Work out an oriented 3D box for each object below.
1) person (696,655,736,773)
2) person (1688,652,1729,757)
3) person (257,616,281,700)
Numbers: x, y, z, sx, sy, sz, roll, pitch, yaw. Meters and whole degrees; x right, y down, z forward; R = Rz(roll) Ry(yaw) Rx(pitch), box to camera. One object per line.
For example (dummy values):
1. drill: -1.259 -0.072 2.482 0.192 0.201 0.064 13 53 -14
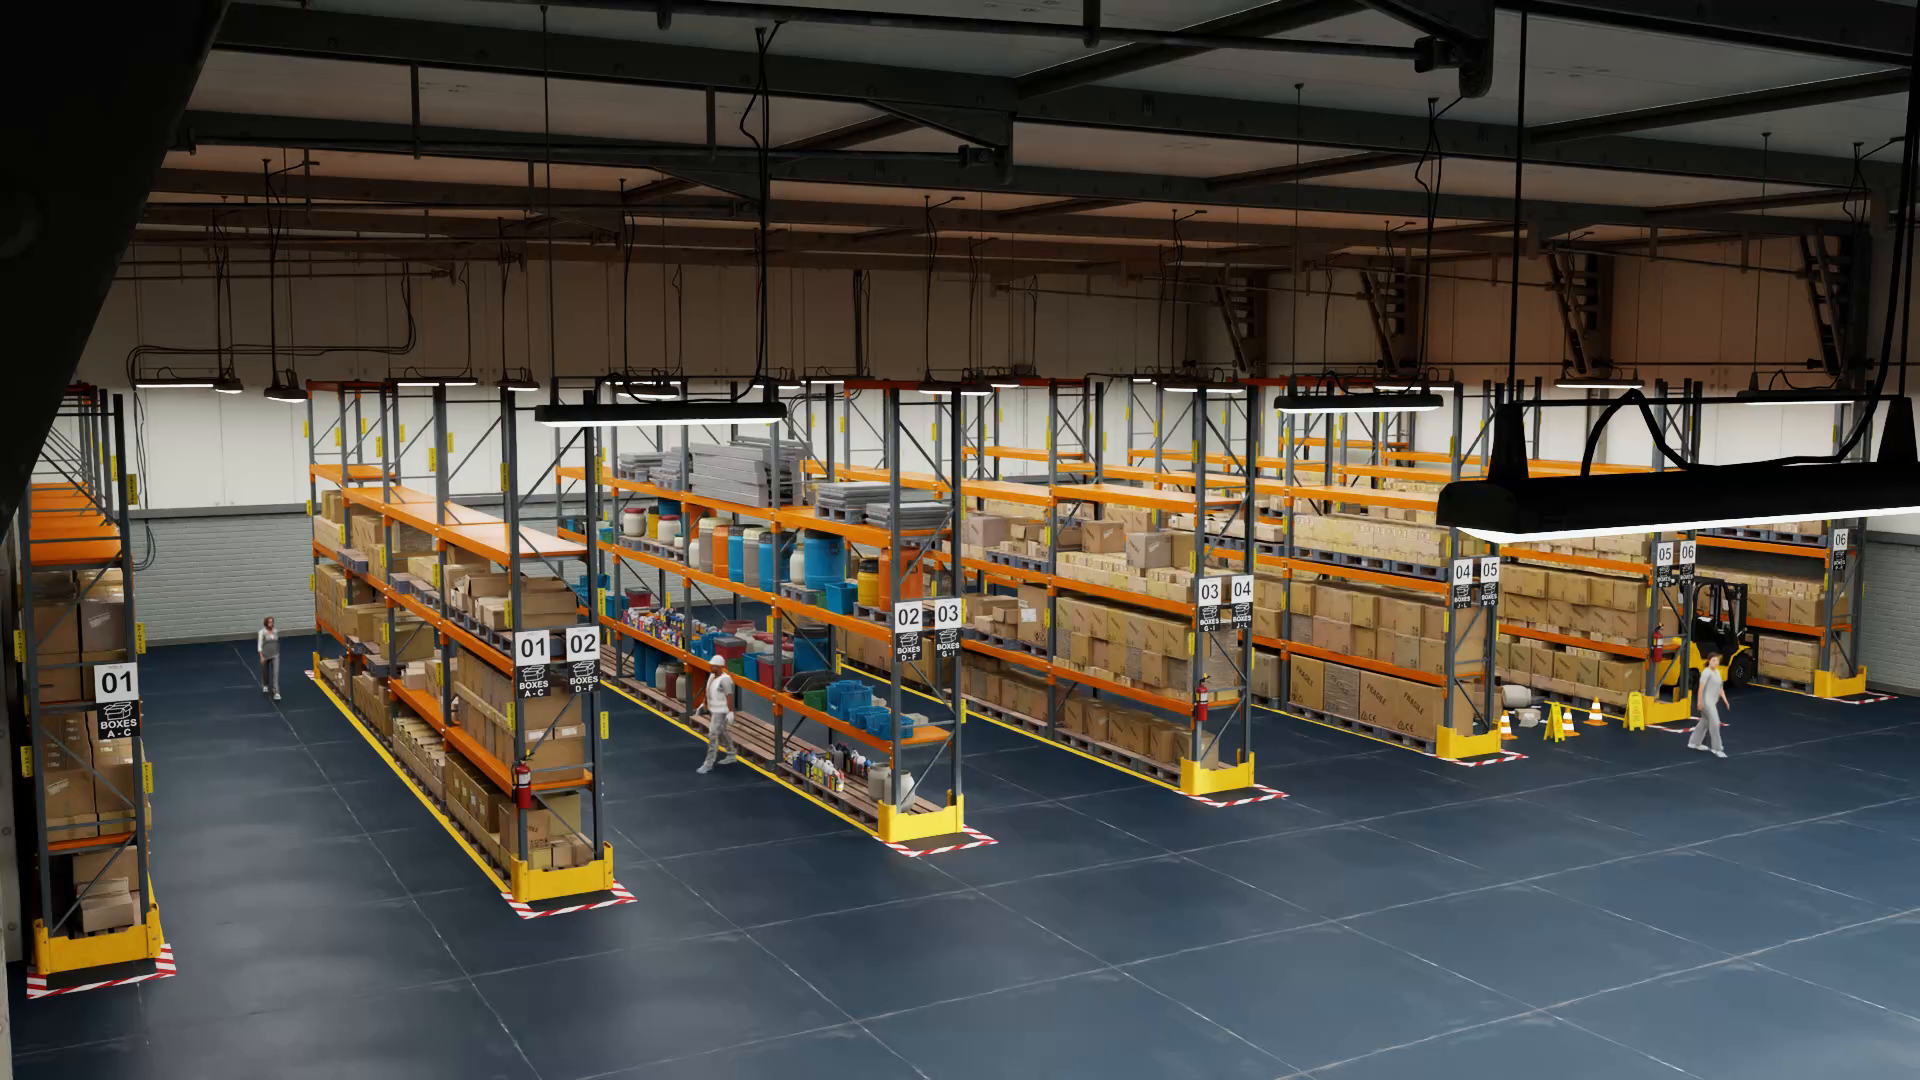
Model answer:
1. person: -3.838 2.683 25.968 0.773 1.770 0.606 -3 7 -26
2. person: 12.167 2.682 26.958 0.470 1.703 0.688 -6 8 -43
3. person: -13.082 2.217 31.458 0.404 1.519 0.994 -4 7 -30
